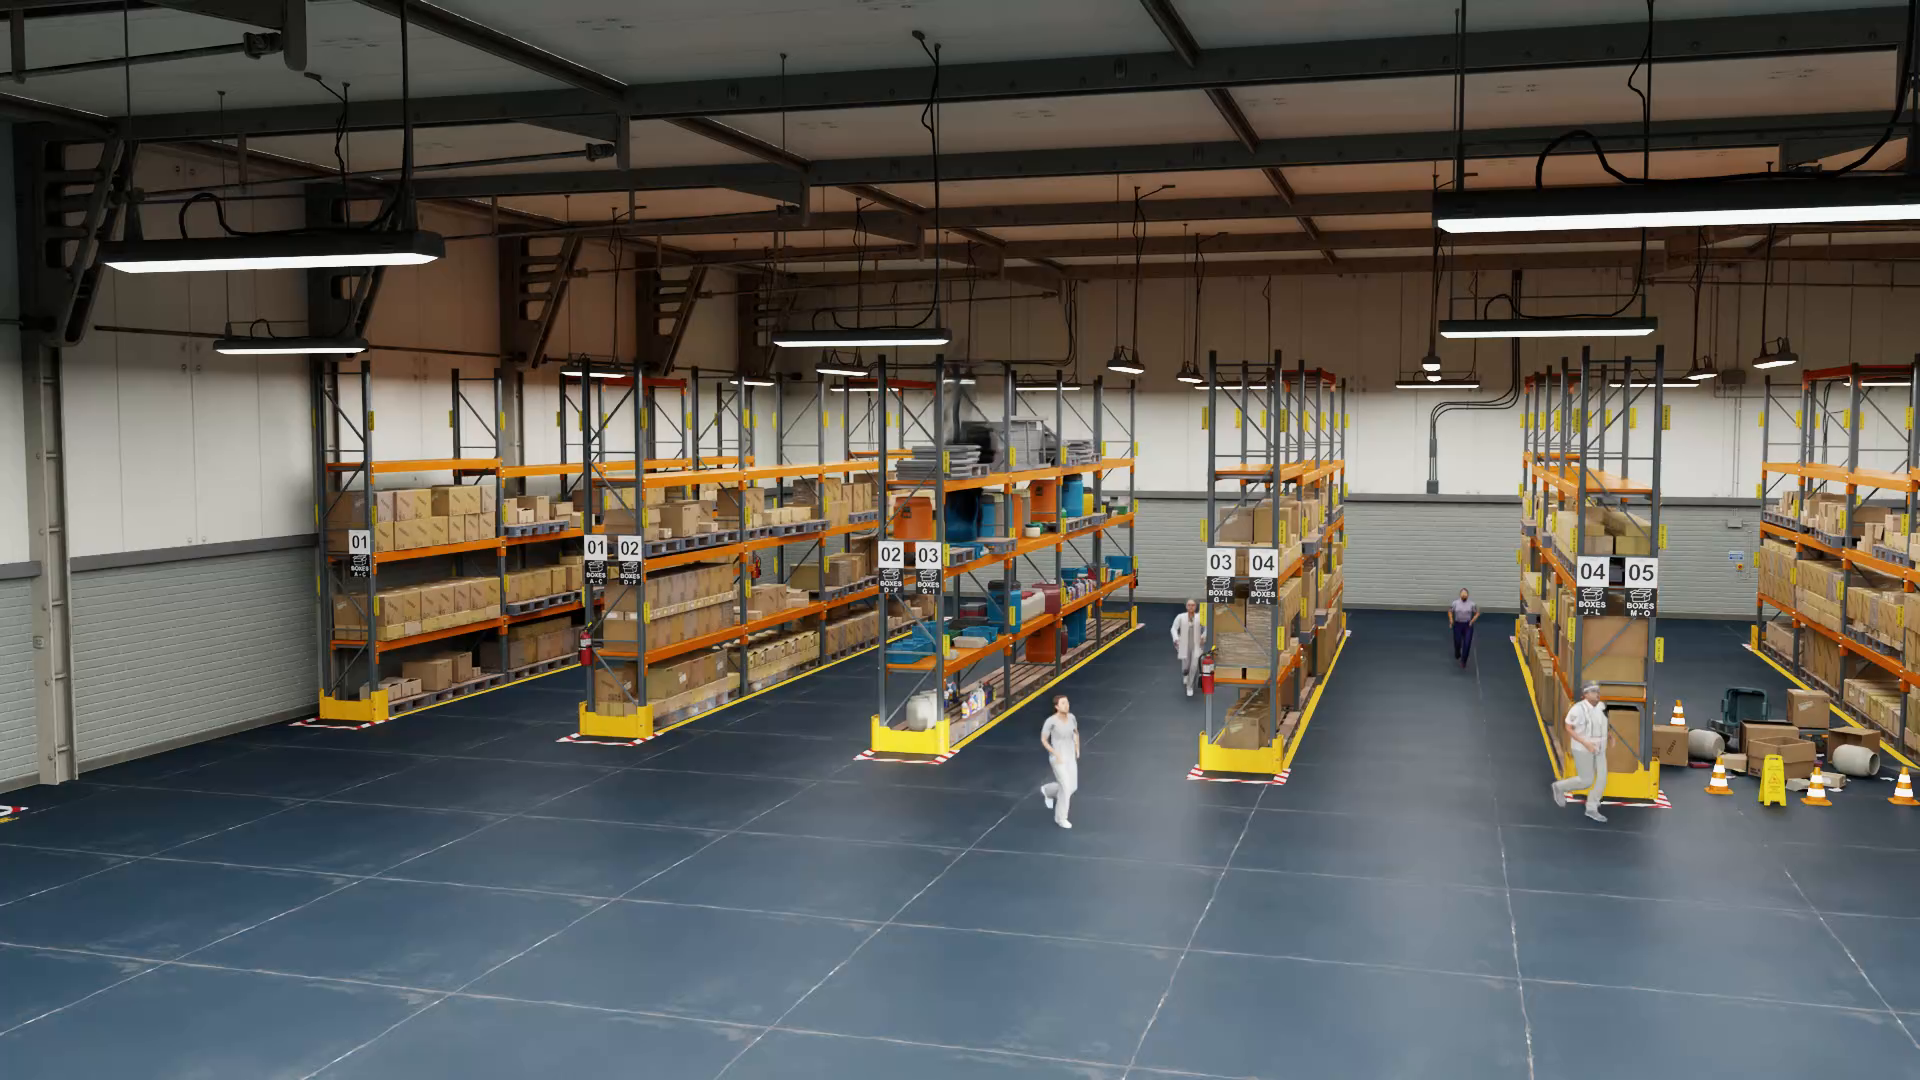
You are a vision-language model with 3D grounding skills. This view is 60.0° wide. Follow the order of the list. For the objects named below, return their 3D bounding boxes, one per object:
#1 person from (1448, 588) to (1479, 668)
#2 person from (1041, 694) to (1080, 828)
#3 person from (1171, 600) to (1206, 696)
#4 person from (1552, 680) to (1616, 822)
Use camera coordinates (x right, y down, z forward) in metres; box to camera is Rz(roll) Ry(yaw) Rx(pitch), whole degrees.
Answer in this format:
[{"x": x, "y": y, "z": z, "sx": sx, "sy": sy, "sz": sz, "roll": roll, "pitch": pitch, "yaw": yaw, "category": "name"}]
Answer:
[{"x": 10.287, "y": 1.790, "z": 33.975, "sx": 0.616, "sy": 1.606, "sz": 0.550, "roll": 1, "pitch": 4, "yaw": 17, "category": "person"}, {"x": 1.218, "y": 2.719, "z": 20.700, "sx": 0.572, "sy": 1.654, "sz": 0.637, "roll": -3, "pitch": 5, "yaw": -33, "category": "person"}, {"x": 4.252, "y": 1.968, "z": 30.620, "sx": 0.724, "sy": 1.752, "sz": 0.653, "roll": 1, "pitch": 4, "yaw": 7, "category": "person"}, {"x": 7.938, "y": 2.635, "z": 21.075, "sx": 0.665, "sy": 1.774, "sz": 0.718, "roll": -2, "pitch": 5, "yaw": -26, "category": "person"}]
